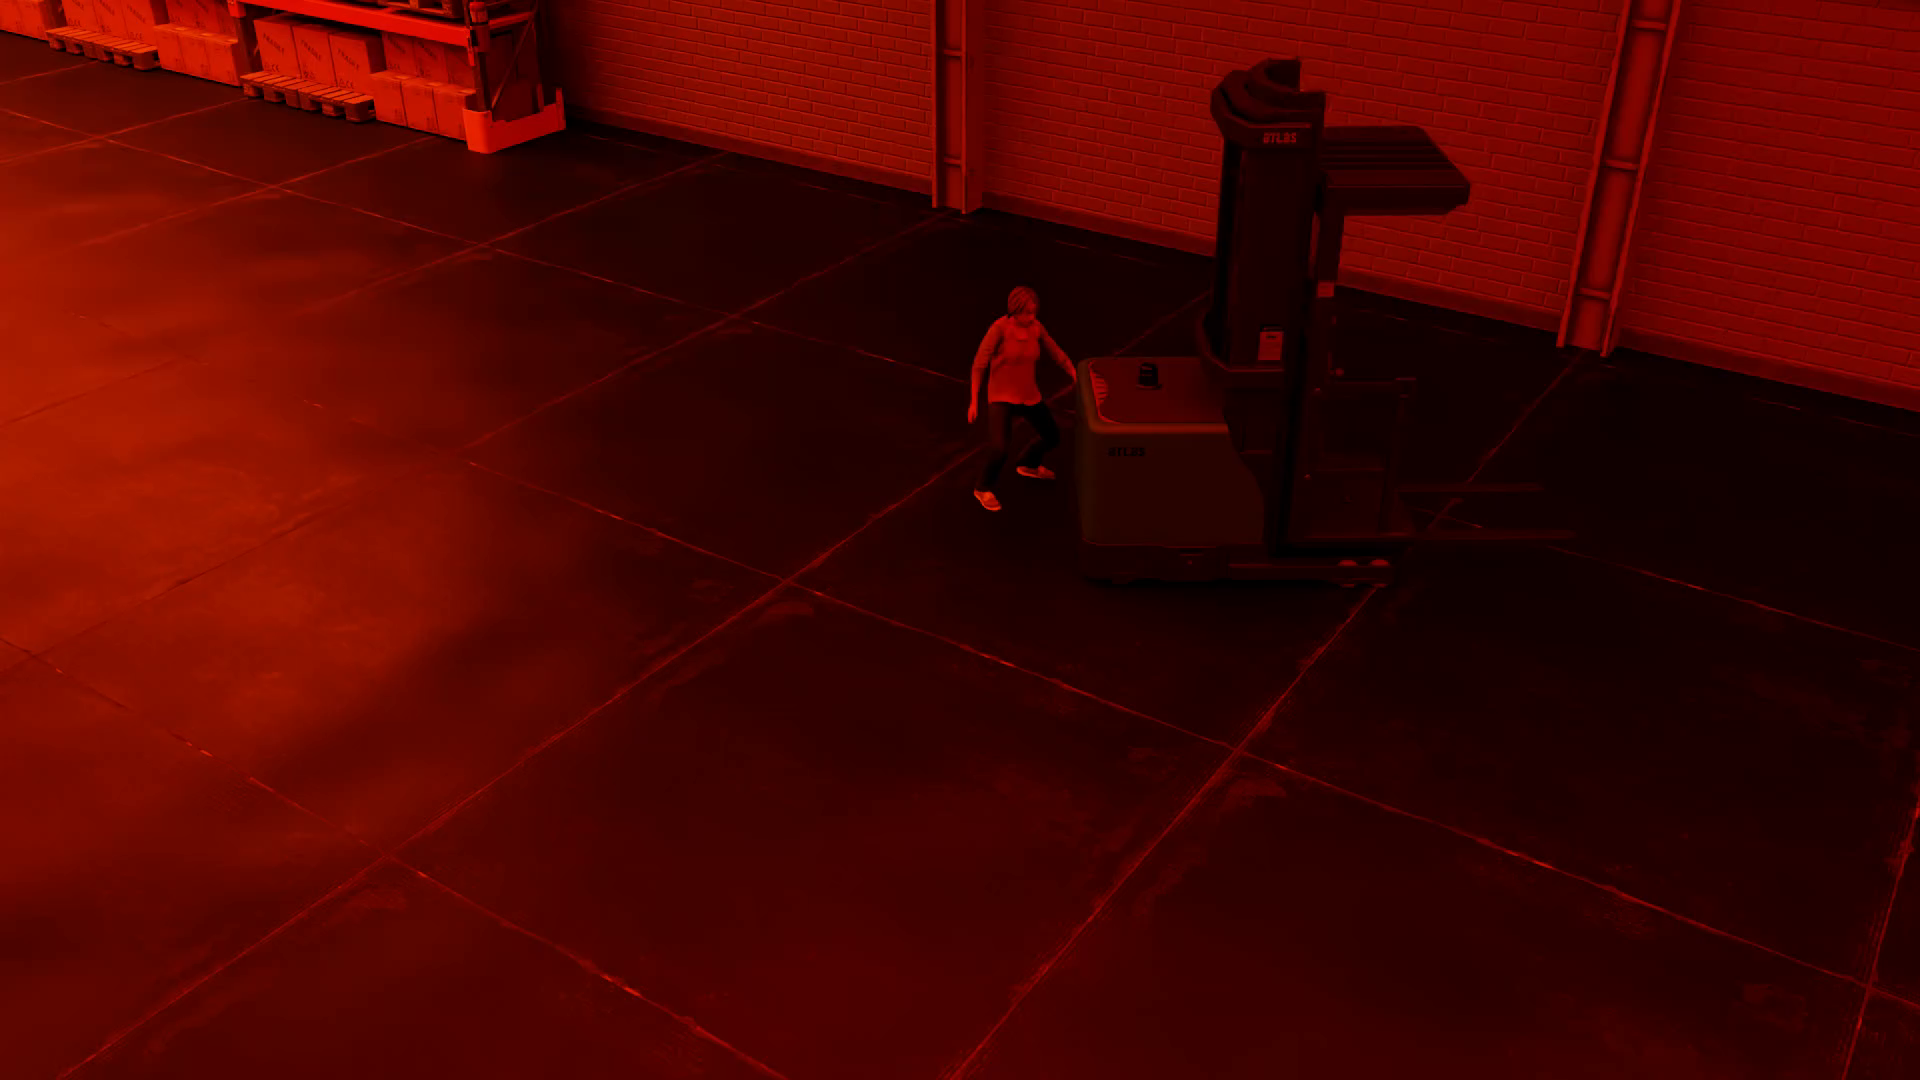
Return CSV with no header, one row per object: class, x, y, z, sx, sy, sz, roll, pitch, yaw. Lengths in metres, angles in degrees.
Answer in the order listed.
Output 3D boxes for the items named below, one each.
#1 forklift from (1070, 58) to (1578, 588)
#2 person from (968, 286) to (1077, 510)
forklift,2.233,-1.248,9.730,3.031,2.935,1.130,-1,30,-1
person,0.399,-0.913,10.644,0.814,1.476,0.613,-14,33,-22
